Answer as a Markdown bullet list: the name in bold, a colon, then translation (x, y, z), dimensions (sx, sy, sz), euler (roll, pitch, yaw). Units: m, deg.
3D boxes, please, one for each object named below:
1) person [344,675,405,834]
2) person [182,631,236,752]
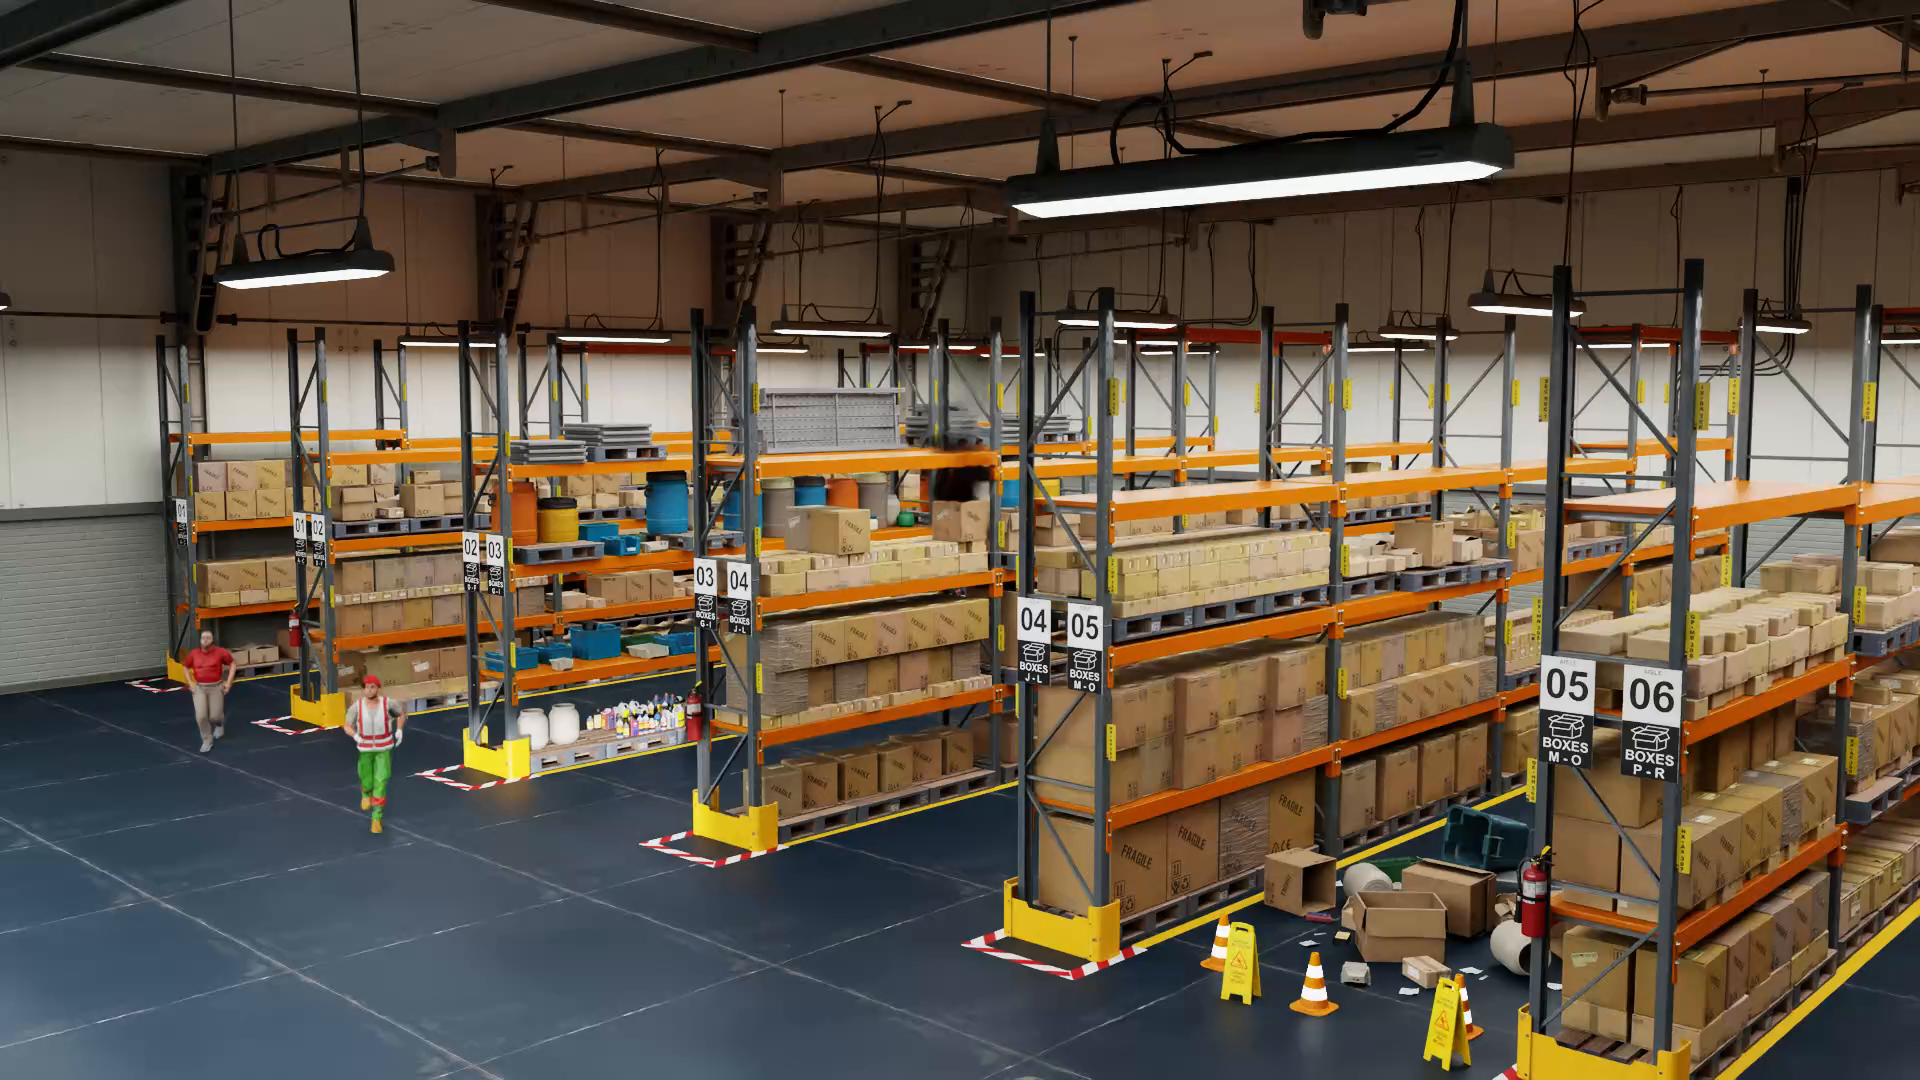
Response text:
- **person**: translation (-6.856, 2.453, 19.513), dimensions (0.668, 1.787, 0.875), euler (-1, 6, -15)
- **person**: translation (-10.669, 2.118, 23.651), dimensions (0.698, 1.694, 0.627), euler (-2, 6, -18)
